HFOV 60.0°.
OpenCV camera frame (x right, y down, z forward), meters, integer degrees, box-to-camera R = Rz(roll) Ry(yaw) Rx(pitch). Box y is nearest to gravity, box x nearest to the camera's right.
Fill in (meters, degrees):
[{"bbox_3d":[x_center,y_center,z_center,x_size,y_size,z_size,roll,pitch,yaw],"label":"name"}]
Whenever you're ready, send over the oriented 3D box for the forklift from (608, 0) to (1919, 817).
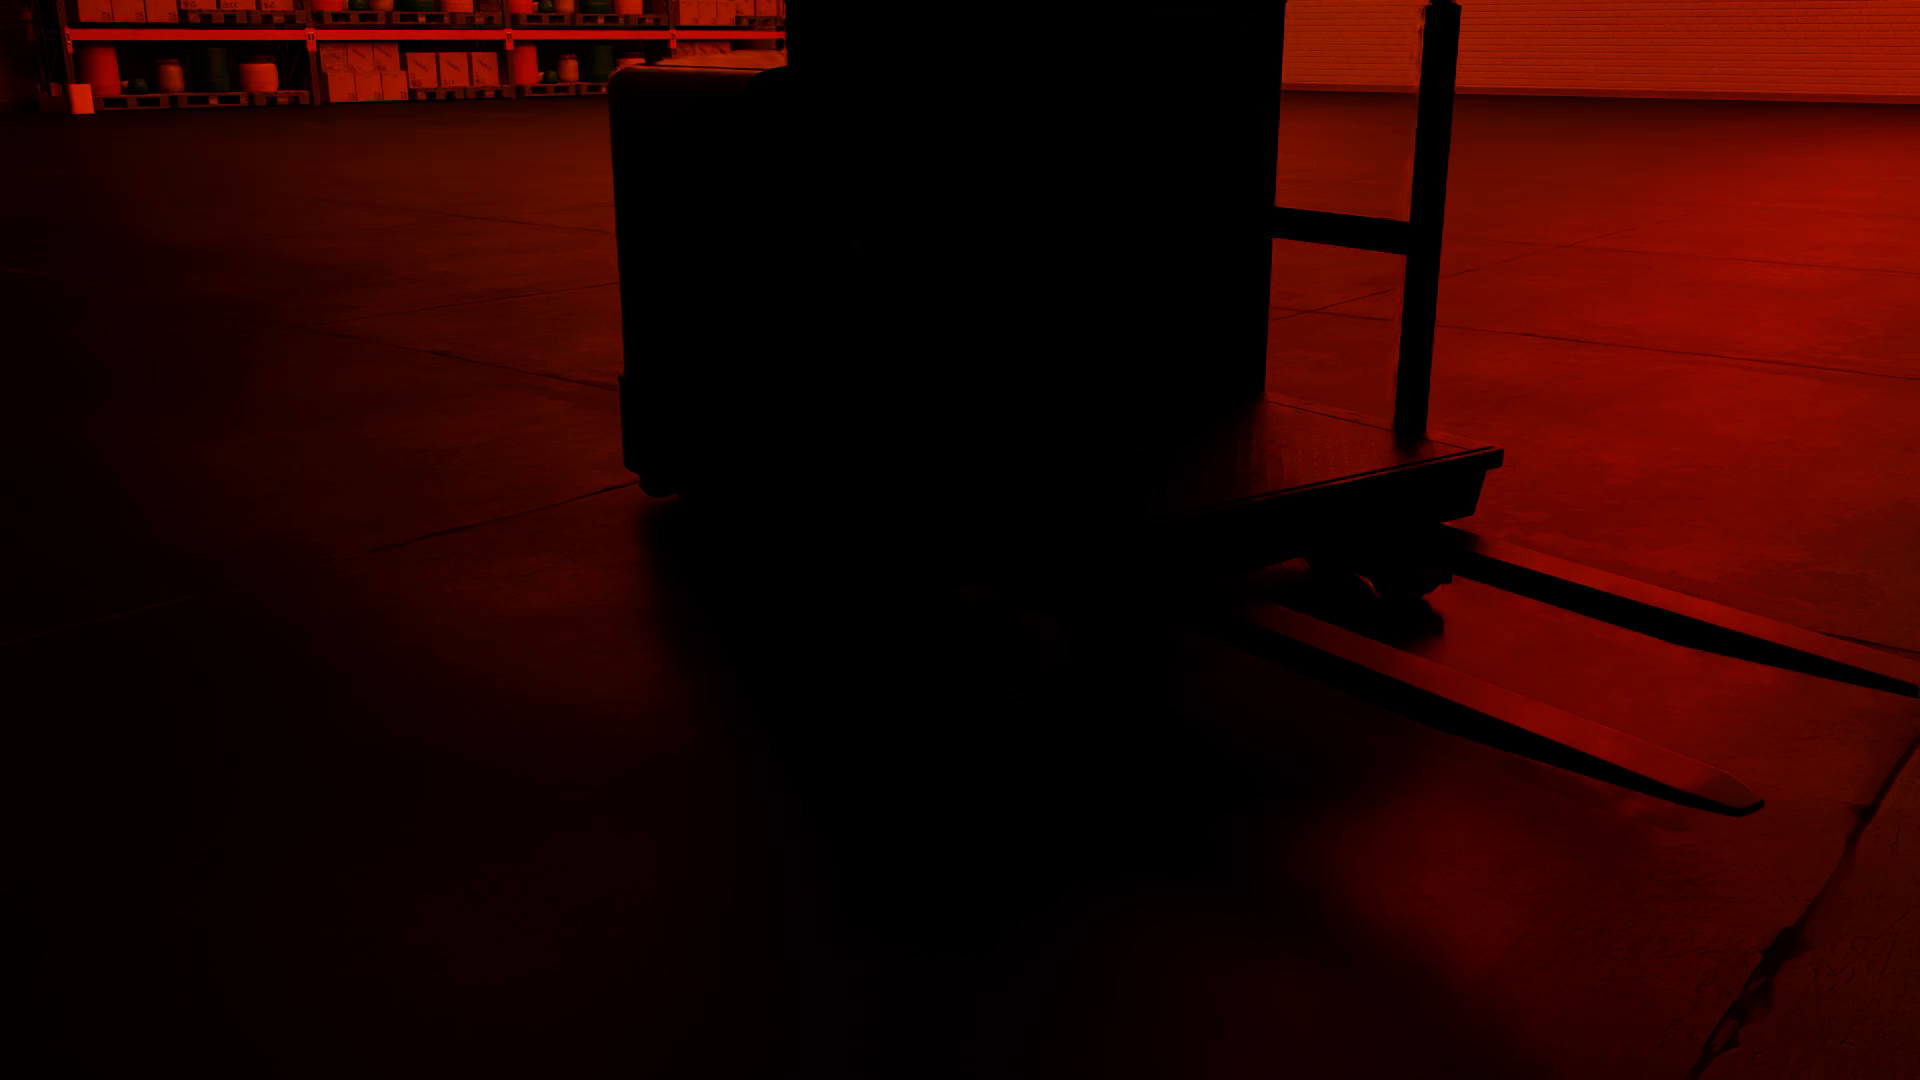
[{"bbox_3d":[0.376,-1.267,3.069,1.130,2.935,3.031,-11,20,-33],"label":"forklift"}]
